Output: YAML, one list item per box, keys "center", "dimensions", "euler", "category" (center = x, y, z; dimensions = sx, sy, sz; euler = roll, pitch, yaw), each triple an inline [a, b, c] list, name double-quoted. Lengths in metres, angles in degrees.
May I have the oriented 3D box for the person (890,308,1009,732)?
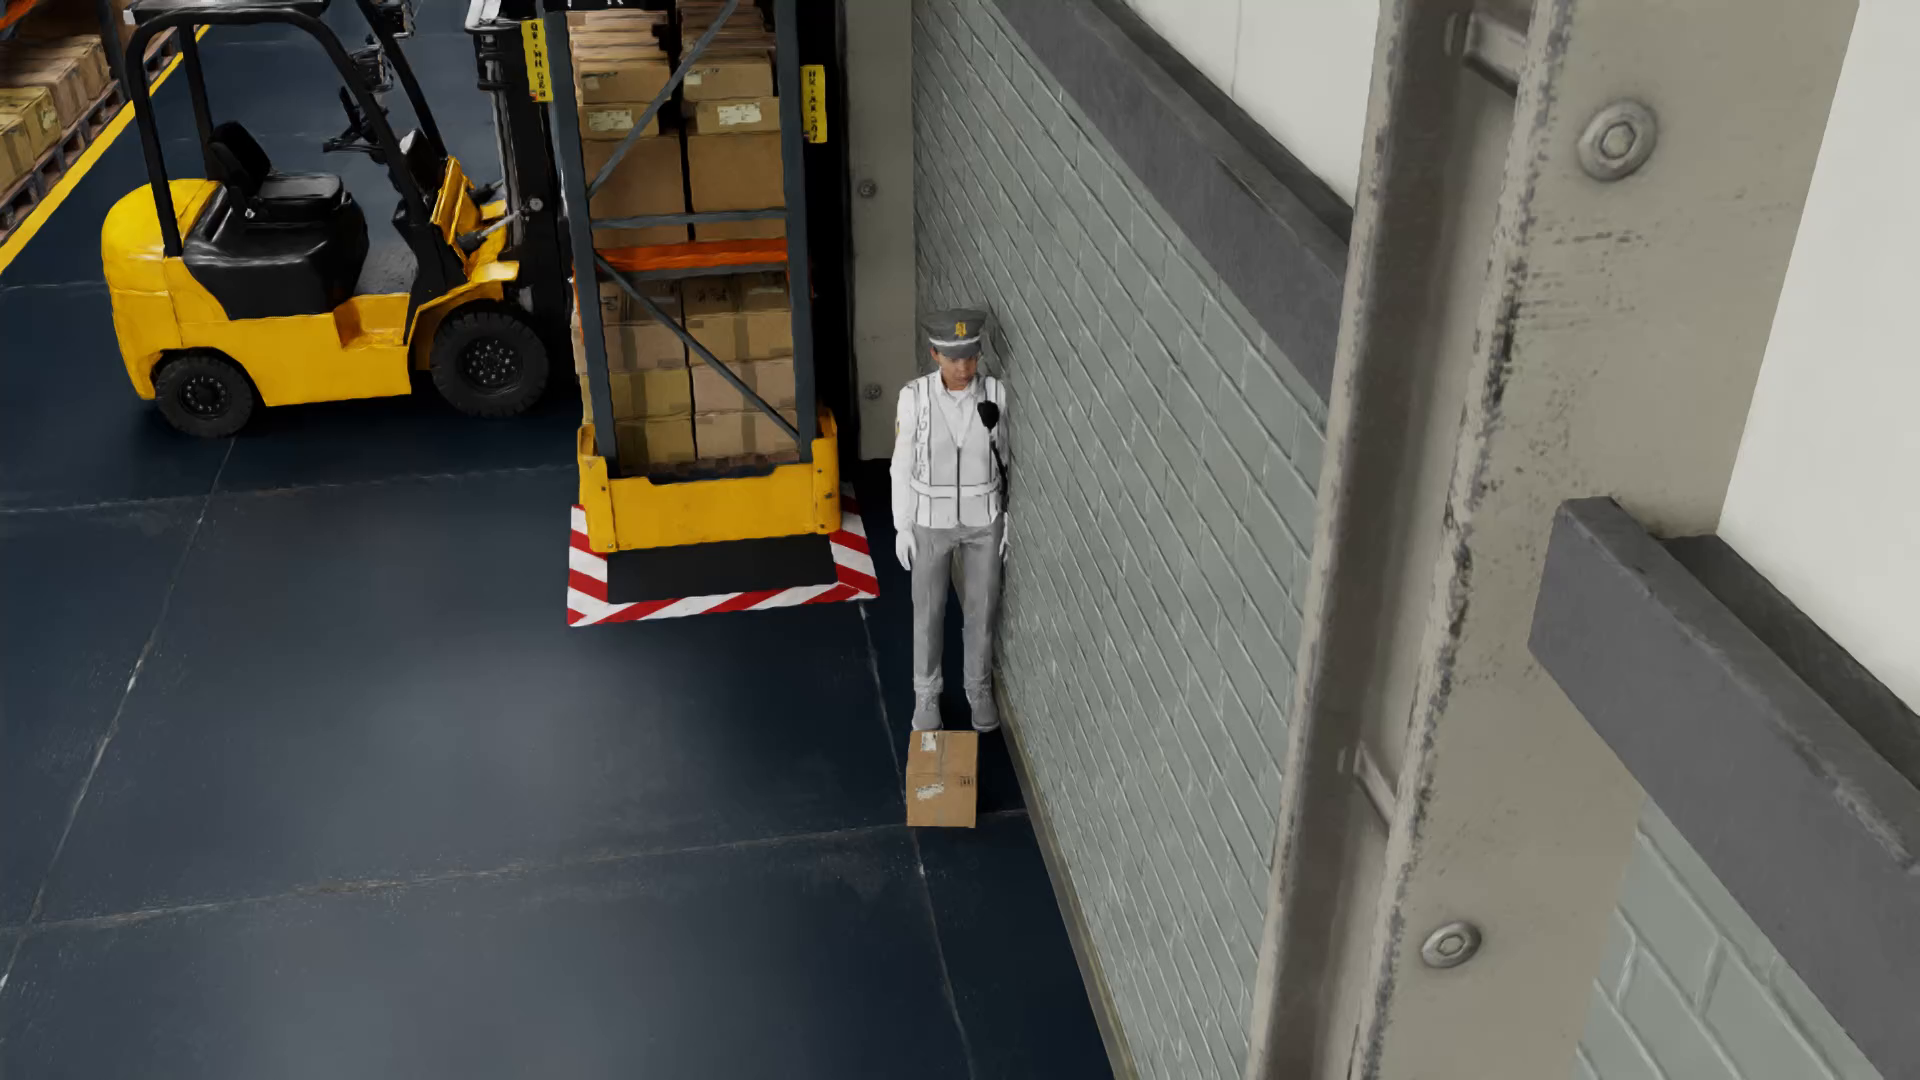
- center: [-0.007, -0.054, 6.156]
  dimensions: [0.491, 1.685, 0.385]
  euler: [-2, 31, -3]
  category: "person"
